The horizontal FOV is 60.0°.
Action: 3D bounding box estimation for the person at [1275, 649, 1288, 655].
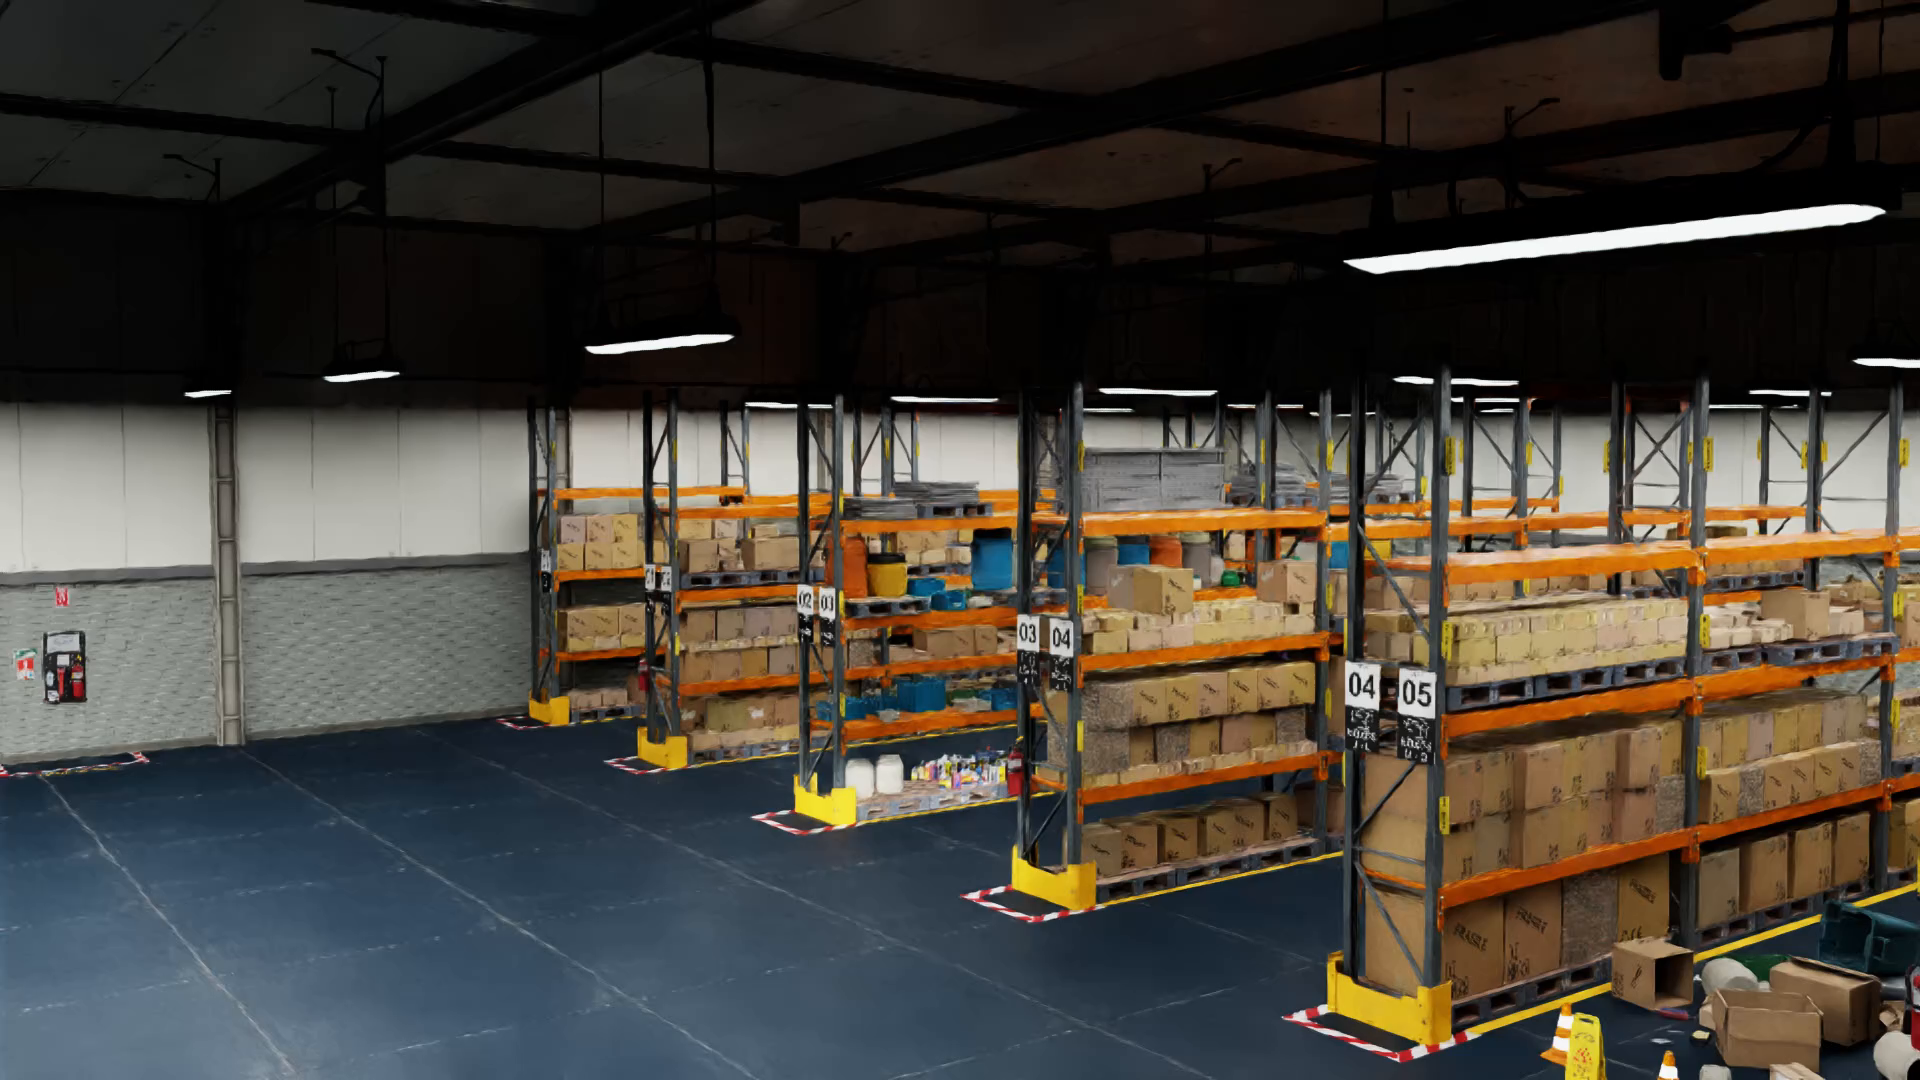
[{"bbox_3d":[6.301,2.475,32.105,0.518,1.604,0.592,-3,4,-38],"label":"person"}]
